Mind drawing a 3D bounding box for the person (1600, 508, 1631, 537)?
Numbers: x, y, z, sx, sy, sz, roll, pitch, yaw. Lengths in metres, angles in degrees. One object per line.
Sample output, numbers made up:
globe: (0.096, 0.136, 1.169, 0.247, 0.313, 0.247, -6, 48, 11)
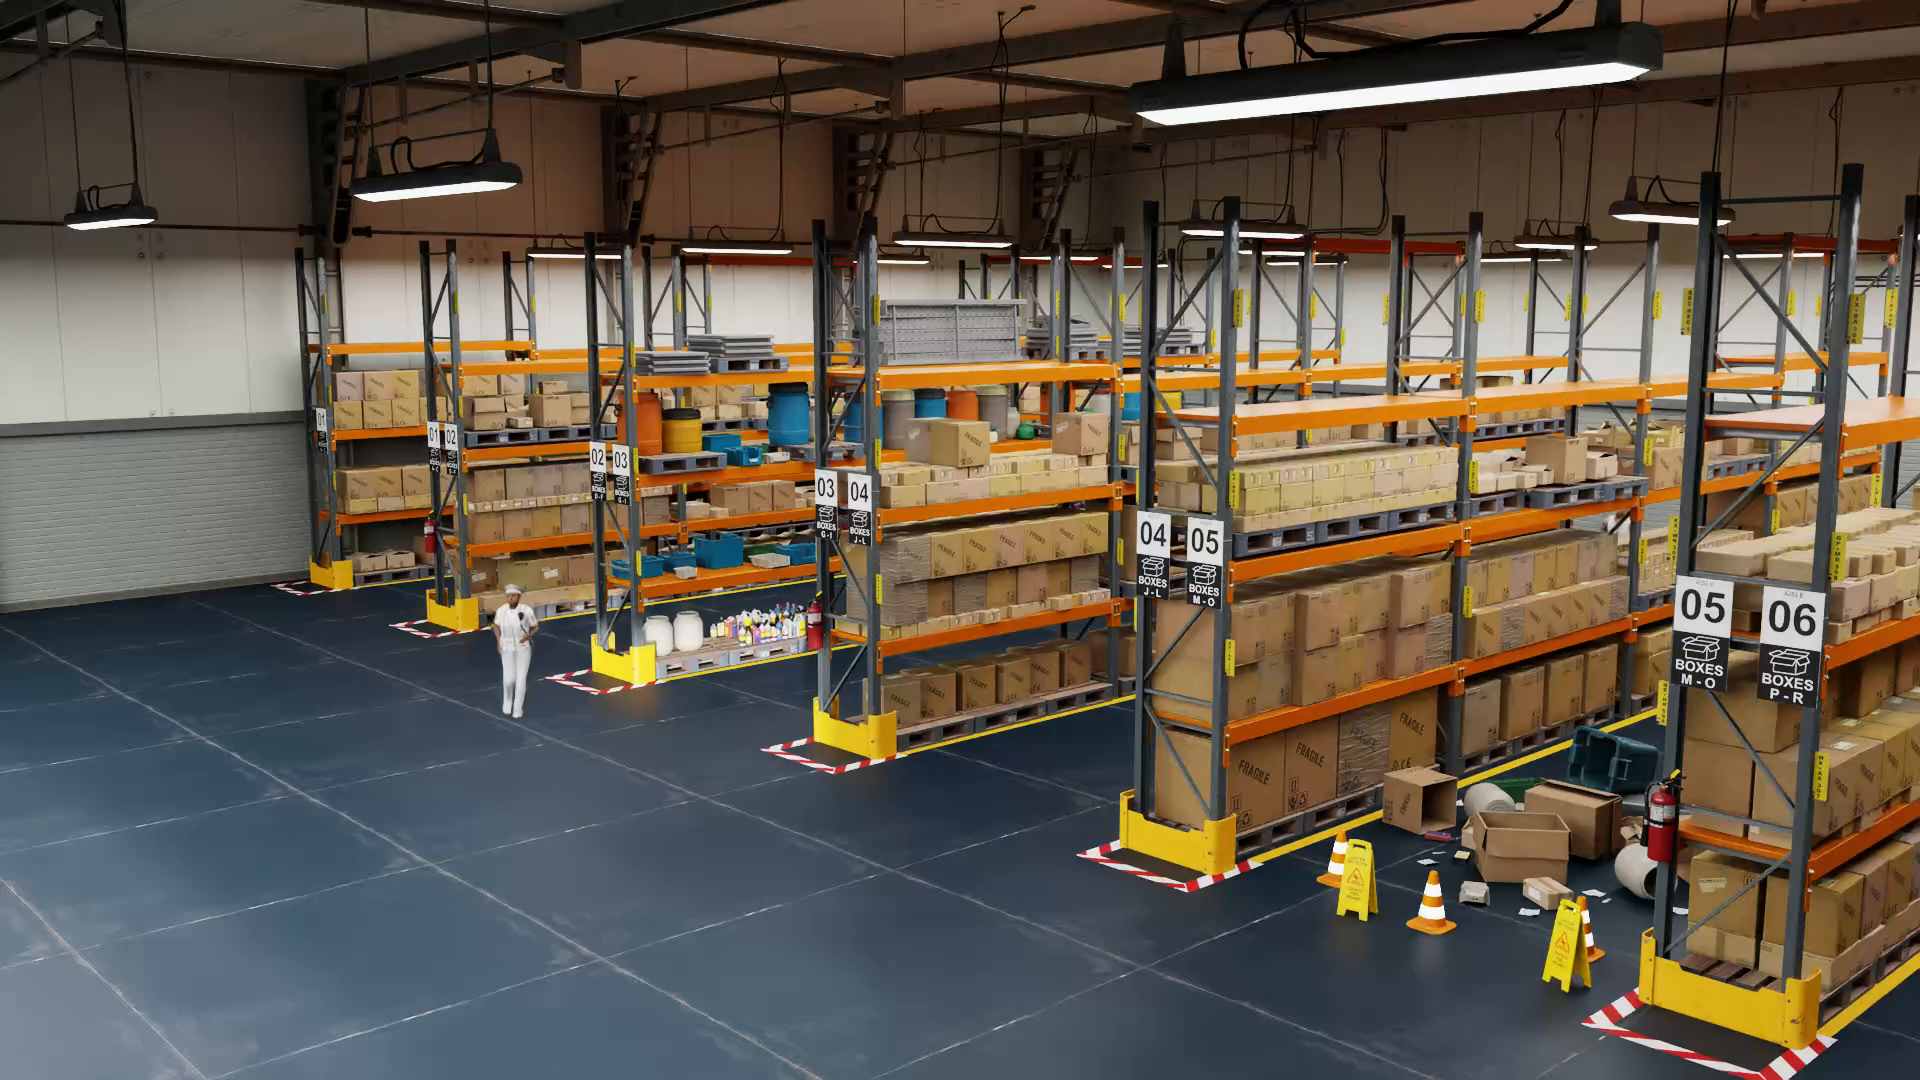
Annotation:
person: (11.021, 0.200, 27.943, 0.664, 1.738, 0.603, 5, 10, 32)

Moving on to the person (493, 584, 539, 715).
person: (-5.450, 1.358, 20.413, 0.559, 1.662, 0.584, -1, 9, -10)
